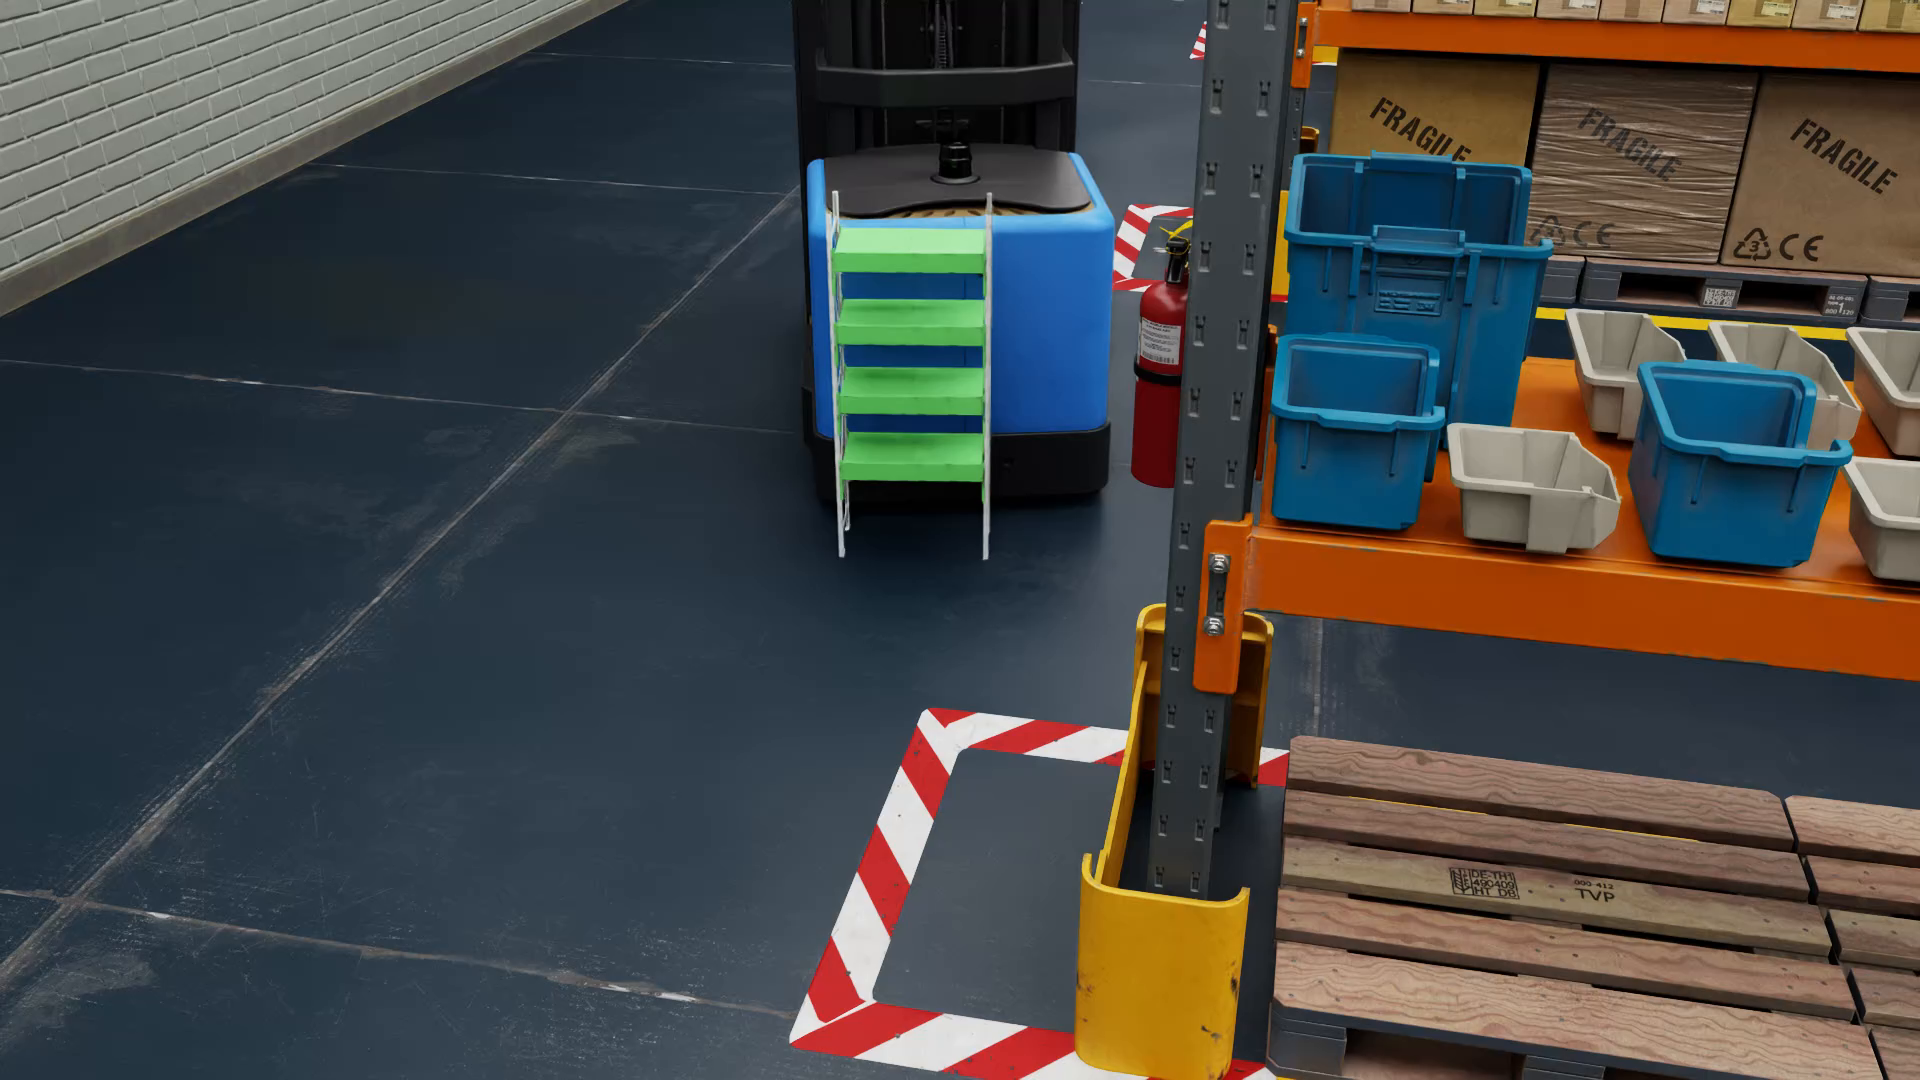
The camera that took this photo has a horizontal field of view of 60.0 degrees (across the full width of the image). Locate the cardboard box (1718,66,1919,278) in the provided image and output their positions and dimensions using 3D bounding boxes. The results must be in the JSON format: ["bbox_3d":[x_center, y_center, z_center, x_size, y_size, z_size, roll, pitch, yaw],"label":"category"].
[{"bbox_3d":[3.995,-1.798,7.686,0.875,0.875,0.875,6,29,11],"label":"cardboard box"}]

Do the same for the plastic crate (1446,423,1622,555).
[{"bbox_3d":[1.027,-0.087,2.997,0.298,0.136,0.250,6,29,11],"label":"plastic crate"}]

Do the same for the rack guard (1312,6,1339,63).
[{"bbox_3d":[2.801,-3.968,12.477,0.348,0.500,1.175,6,29,11],"label":"rack guard"}]

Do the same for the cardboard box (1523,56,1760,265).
[{"bbox_3d":[3.124,-1.887,7.849,0.875,0.875,0.875,6,29,11],"label":"cardboard box"}]

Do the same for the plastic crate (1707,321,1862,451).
[{"bbox_3d":[1.673,-0.305,3.395,0.243,0.136,0.396,6,29,11],"label":"plastic crate"}]

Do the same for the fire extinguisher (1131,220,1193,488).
[{"bbox_3d":[0.505,-0.458,3.931,0.183,0.674,0.296,6,29,11],"label":"fire extinguisher"}]

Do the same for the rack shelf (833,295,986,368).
[{"bbox_3d":[-0.154,-0.673,5.363,0.480,0.148,0.258,1,29,2],"label":"rack shelf"}]

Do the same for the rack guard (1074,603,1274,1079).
[{"bbox_3d":[0.531,0.673,3.999,0.348,0.500,1.175,6,29,11],"label":"rack guard"}]

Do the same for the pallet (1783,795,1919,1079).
[{"bbox_3d":[2.545,1.021,3.666,1.213,0.211,1.003,6,29,11],"label":"pallet"}]

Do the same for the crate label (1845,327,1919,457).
[{"bbox_3d":[1.951,-0.288,3.365,0.243,0.136,0.396,6,29,11],"label":"crate label"}]

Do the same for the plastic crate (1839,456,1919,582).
[{"bbox_3d":[1.690,-0.019,2.873,0.298,0.136,0.250,6,29,11],"label":"plastic crate"}]

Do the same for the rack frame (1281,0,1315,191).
[{"bbox_3d":[1.592,-2.753,7.654,0.127,3.000,1.000,6,29,11],"label":"rack frame"}]

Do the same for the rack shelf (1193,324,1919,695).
[{"bbox_3d":[2.513,0.089,3.212,4.000,0.370,1.077,6,29,11],"label":"rack shelf"}]

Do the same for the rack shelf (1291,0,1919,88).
[{"bbox_3d":[3.548,-2.237,7.461,4.000,0.370,1.077,6,29,11],"label":"rack shelf"}]

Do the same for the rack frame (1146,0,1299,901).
[{"bbox_3d":[0.558,-0.427,3.406,0.127,3.000,1.000,6,29,11],"label":"rack frame"}]

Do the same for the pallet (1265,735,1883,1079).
[{"bbox_3d":[1.356,0.897,3.891,1.213,0.211,1.003,6,29,11],"label":"pallet"}]

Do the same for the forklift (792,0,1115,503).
[{"bbox_3d":[-0.113,-2.095,6.524,1.130,2.935,3.031,-2,29,-4],"label":"forklift"}]

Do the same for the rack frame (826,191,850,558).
[{"bbox_3d":[-0.398,-0.522,5.455,0.015,1.200,0.240,1,29,2],"label":"rack frame"}]

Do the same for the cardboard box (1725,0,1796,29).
[{"bbox_3d":[3.375,-2.298,7.086,0.250,0.149,0.380,5,29,9],"label":"cardboard box"}]

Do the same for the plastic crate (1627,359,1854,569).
[{"bbox_3d":[1.374,-0.134,2.983,0.300,0.233,0.416,6,29,11],"label":"plastic crate"}]

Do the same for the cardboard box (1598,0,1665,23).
[{"bbox_3d":[2.875,-2.350,7.180,0.250,0.149,0.380,5,29,10],"label":"cardboard box"}]

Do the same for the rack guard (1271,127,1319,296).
[{"bbox_3d":[1.568,-1.659,8.259,0.348,0.500,1.175,6,29,11],"label":"rack guard"}]

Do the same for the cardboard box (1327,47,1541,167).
[{"bbox_3d":[2.234,-1.978,8.015,0.875,0.875,0.875,6,29,11],"label":"cardboard box"}]

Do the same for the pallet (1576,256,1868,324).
[{"bbox_3d":[3.580,-1.363,8.019,1.213,0.211,1.003,6,29,11],"label":"pallet"}]

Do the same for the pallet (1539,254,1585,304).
[{"bbox_3d":[2.390,-1.486,8.245,1.213,0.211,1.003,6,29,11],"label":"pallet"}]

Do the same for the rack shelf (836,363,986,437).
[{"bbox_3d":[-0.154,-0.463,5.479,0.480,0.148,0.258,1,29,2],"label":"rack shelf"}]

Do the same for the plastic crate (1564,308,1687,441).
[{"bbox_3d":[1.393,-0.341,3.461,0.243,0.136,0.396,6,29,11],"label":"plastic crate"}]

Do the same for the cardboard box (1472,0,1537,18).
[{"bbox_3d":[2.372,-2.401,7.274,0.250,0.149,0.380,5,29,9],"label":"cardboard box"}]

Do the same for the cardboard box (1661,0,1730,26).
[{"bbox_3d":[3.128,-2.324,7.133,0.250,0.149,0.380,6,29,10],"label":"cardboard box"}]

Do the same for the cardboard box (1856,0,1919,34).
[{"bbox_3d":[3.880,-2.247,6.992,0.250,0.149,0.380,5,29,10],"label":"cardboard box"}]

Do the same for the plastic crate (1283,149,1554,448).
[{"bbox_3d":[0.924,-0.523,3.482,0.499,0.435,0.616,6,29,11],"label":"plastic crate"}]

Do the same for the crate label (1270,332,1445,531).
[{"bbox_3d":[0.730,-0.200,3.104,0.303,0.233,0.416,6,29,11],"label":"crate label"}]

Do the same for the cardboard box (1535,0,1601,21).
[{"bbox_3d":[2.627,-2.376,7.228,0.250,0.149,0.380,5,29,10],"label":"cardboard box"}]

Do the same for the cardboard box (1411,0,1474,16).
[{"bbox_3d":[2.121,-2.427,7.321,0.250,0.149,0.380,5,29,10],"label":"cardboard box"}]

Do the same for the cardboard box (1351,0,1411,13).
[{"bbox_3d":[1.870,-2.452,7.367,0.250,0.149,0.380,6,29,11],"label":"cardboard box"}]

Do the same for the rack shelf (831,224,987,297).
[{"bbox_3d":[-0.154,-0.884,5.248,0.480,0.148,0.258,1,29,2],"label":"rack shelf"}]

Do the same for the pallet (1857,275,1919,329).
[{"bbox_3d":[4.776,-1.241,7.798,1.213,0.211,1.003,6,29,11],"label":"pallet"}]

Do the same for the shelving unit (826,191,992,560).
[{"bbox_3d":[-0.154,-0.519,5.448,0.503,1.200,0.258,1,29,2],"label":"shelving unit"}]

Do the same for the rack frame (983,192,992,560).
[{"bbox_3d":[0.090,-0.515,5.441,0.015,1.200,0.240,1,29,2],"label":"rack frame"}]

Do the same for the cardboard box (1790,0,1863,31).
[{"bbox_3d":[3.632,-2.273,7.040,0.250,0.149,0.380,6,29,11],"label":"cardboard box"}]

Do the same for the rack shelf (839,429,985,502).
[{"bbox_3d":[-0.154,-0.252,5.594,0.480,0.148,0.258,1,29,2],"label":"rack shelf"}]
